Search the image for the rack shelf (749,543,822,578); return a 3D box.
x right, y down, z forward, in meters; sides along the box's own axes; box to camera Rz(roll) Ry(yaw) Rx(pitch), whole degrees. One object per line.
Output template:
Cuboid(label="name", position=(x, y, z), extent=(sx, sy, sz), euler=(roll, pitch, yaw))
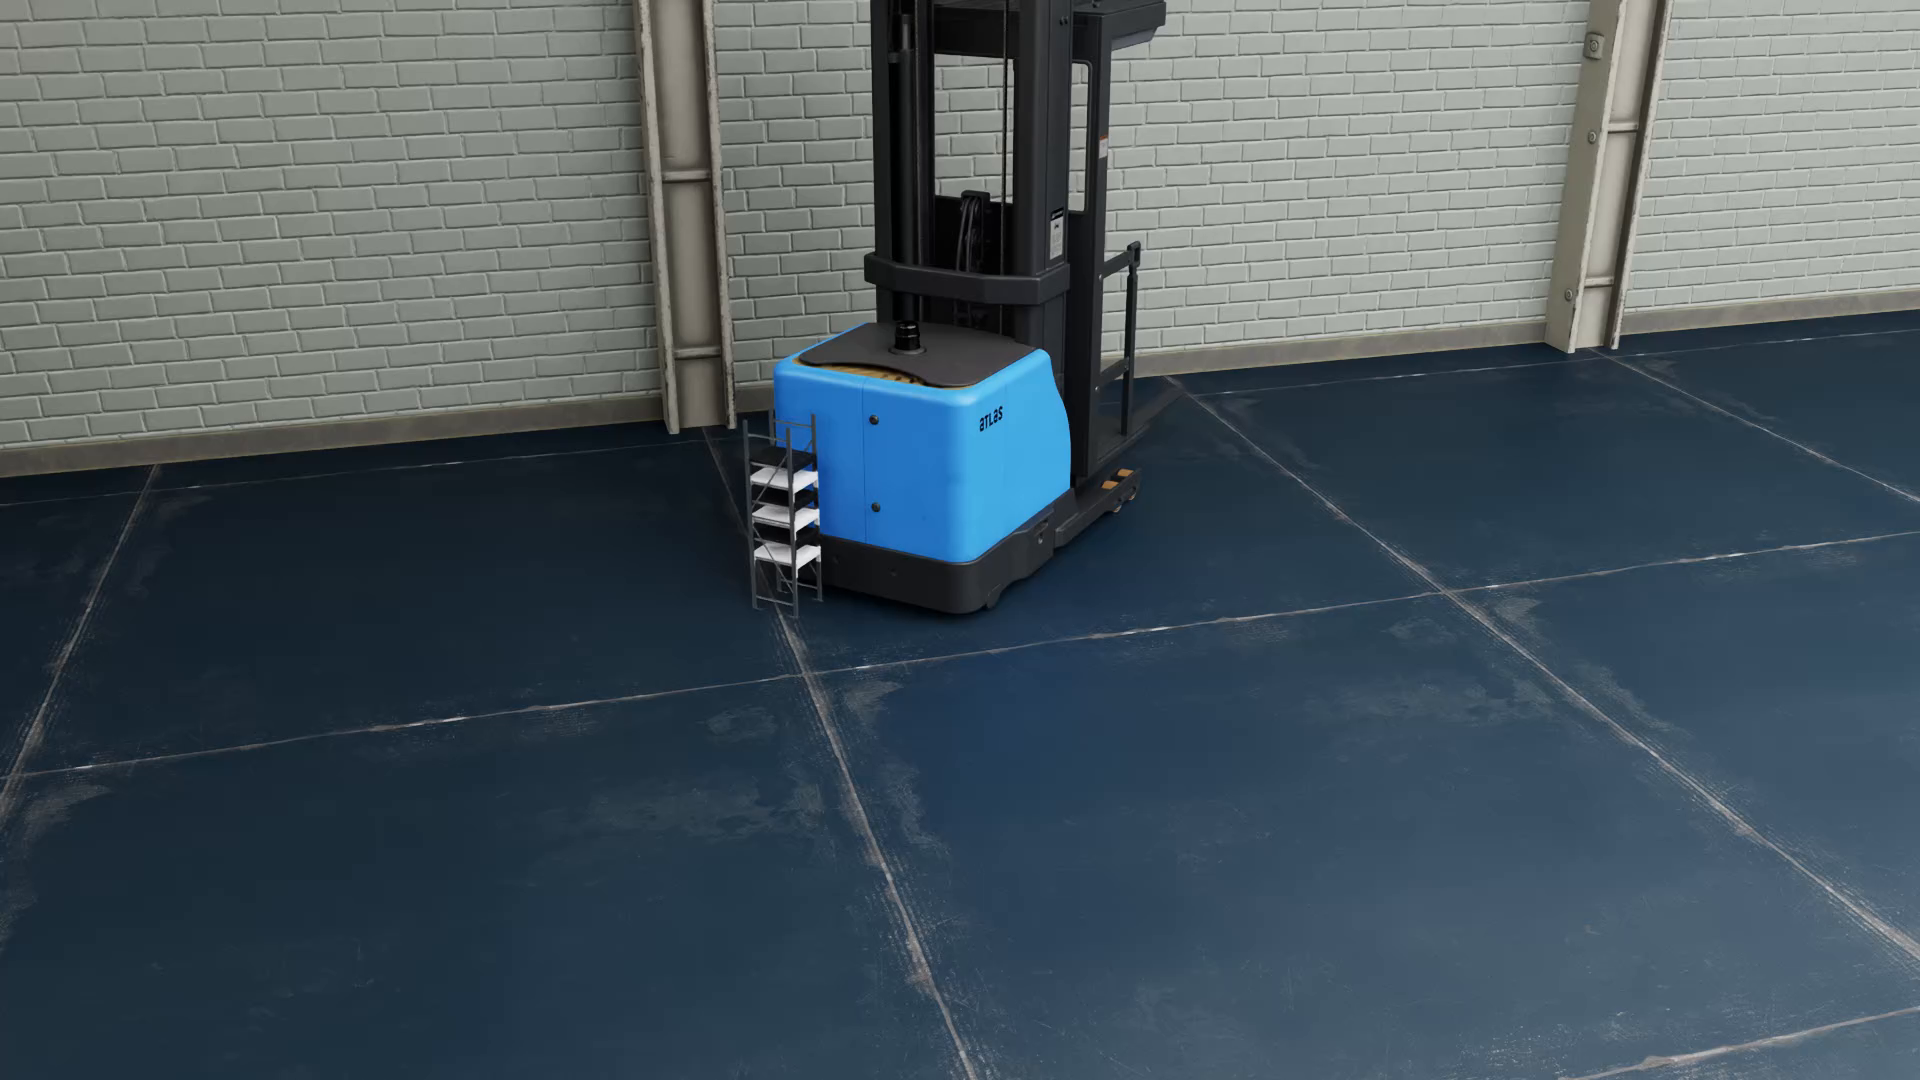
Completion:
Cuboid(label="rack shelf", position=(-0.784, 0.076, 7.472), extent=(0.258, 0.077, 0.200), euler=(11, 26, 25))

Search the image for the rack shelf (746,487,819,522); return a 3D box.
Cuboid(label="rack shelf", position=(-0.784, -0.172, 7.366), extent=(0.258, 0.077, 0.200), euler=(11, 26, 25))

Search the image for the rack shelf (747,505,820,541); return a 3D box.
Cuboid(label="rack shelf", position=(-0.784, -0.090, 7.401), extent=(0.258, 0.077, 0.200), euler=(11, 26, 25))

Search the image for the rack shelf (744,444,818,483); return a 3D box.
Cuboid(label="rack shelf", position=(-0.784, -0.338, 7.295), extent=(0.258, 0.077, 0.200), euler=(11, 26, 25))

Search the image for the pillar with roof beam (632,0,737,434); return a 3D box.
Cuboid(label="pillar with roof beam", position=(-0.381, -3.197, 4.289), extent=(0.400, 9.000, 9.100), euler=(-6, 24, -14))

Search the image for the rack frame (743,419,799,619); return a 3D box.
Cuboid(label="rack frame", position=(-0.830, -0.085, 7.305), extent=(0.240, 0.900, 0.006), euler=(11, 26, 25))

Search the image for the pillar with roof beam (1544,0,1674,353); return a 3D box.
Cuboid(label="pillar with roof beam", position=(5.396, -3.836, 5.779), extent=(0.400, 9.000, 9.100), euler=(-6, 24, -14))

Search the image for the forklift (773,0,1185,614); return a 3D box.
Cuboid(label="forklift", position=(0.300, -1.564, 8.177), extent=(1.130, 2.935, 3.031), euler=(12, 26, 26))

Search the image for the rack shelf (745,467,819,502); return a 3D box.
Cuboid(label="rack shelf", position=(-0.784, -0.255, 7.331), extent=(0.258, 0.077, 0.200), euler=(11, 26, 25))

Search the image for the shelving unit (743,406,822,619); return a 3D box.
Cuboid(label="shelving unit", position=(-0.784, -0.120, 7.388), extent=(0.258, 0.900, 0.210), euler=(11, 26, 25))

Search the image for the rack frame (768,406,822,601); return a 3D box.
Cuboid(label="rack frame", position=(-0.738, -0.156, 7.472), extent=(0.240, 0.900, 0.006), euler=(11, 26, 25))

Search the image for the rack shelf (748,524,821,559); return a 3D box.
Cuboid(label="rack shelf", position=(-0.784, -0.007, 7.437), extent=(0.258, 0.077, 0.200), euler=(11, 26, 25))
